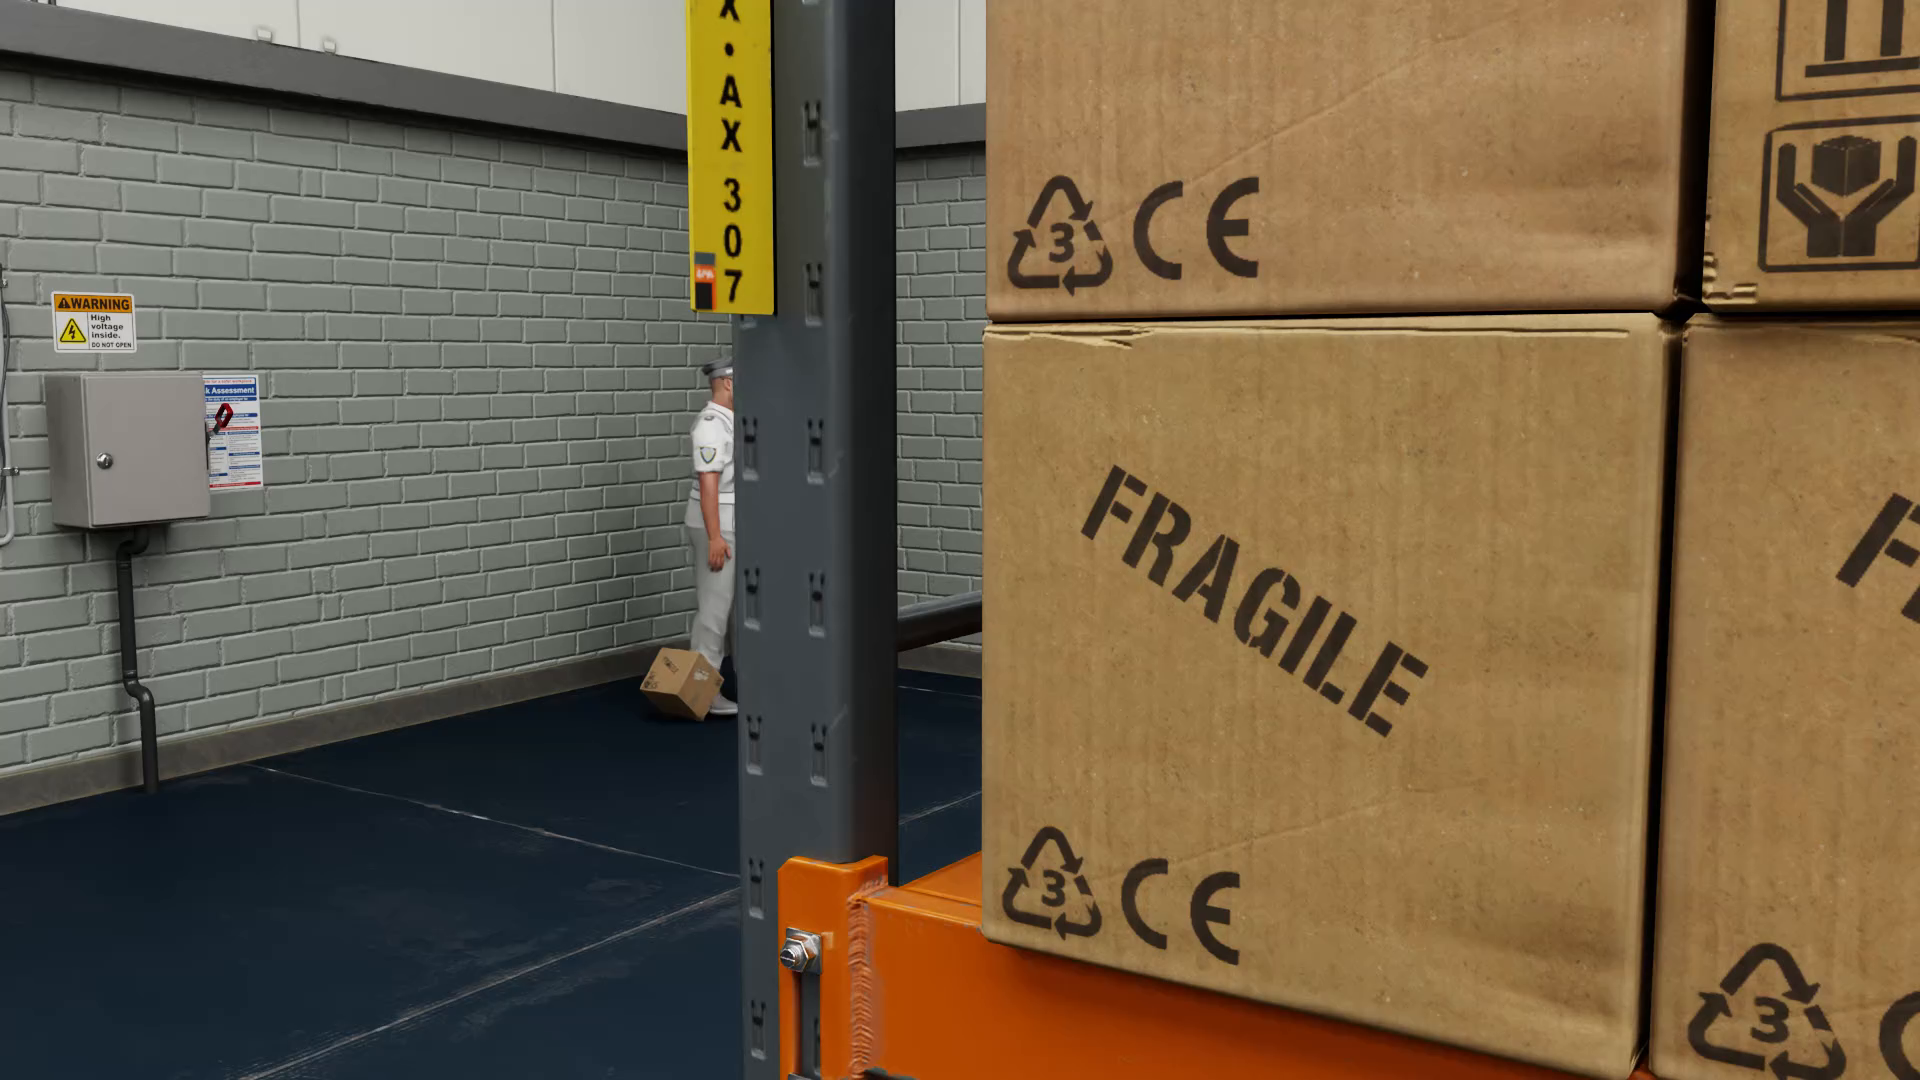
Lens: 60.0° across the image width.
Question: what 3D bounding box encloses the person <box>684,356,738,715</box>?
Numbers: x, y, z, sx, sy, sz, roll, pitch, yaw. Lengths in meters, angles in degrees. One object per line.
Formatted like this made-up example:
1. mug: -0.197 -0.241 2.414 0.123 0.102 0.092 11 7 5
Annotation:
1. person: -1.134 -0.041 8.350 0.499 1.769 0.572 1 6 11
